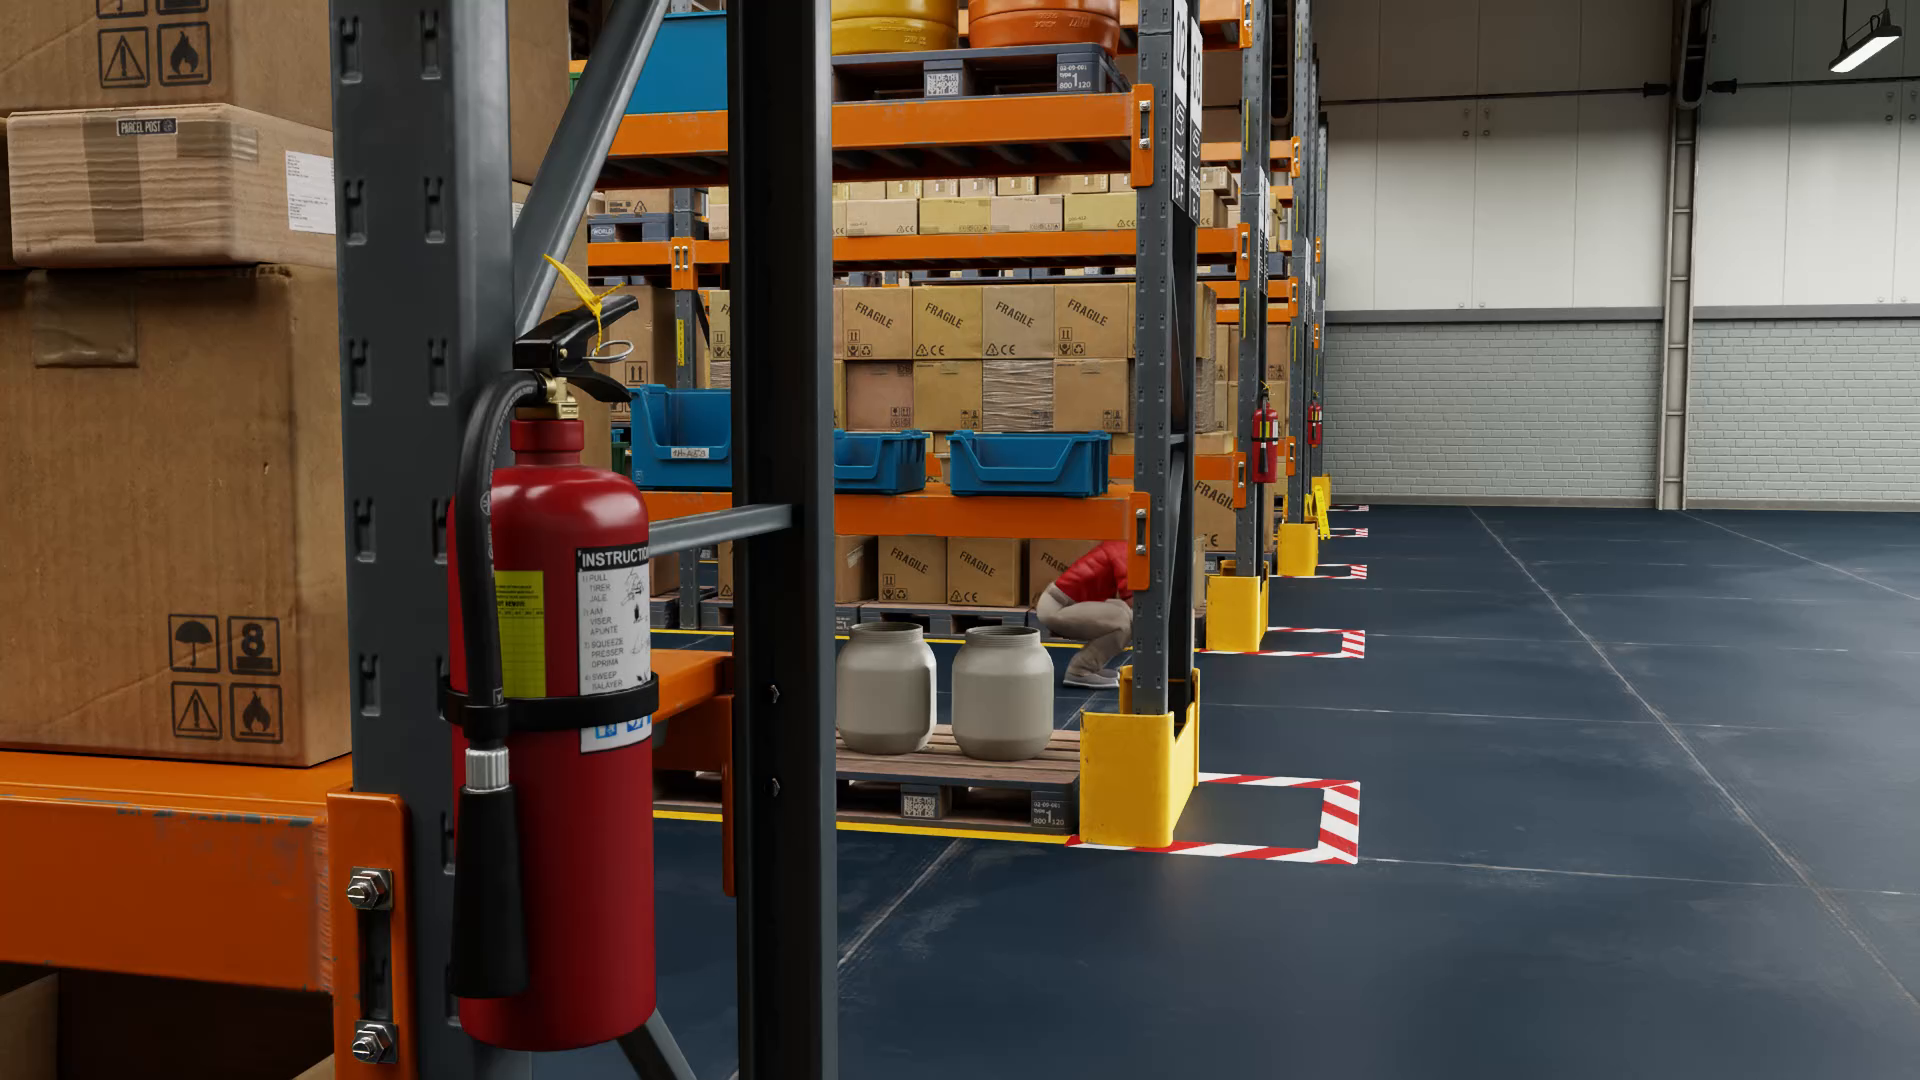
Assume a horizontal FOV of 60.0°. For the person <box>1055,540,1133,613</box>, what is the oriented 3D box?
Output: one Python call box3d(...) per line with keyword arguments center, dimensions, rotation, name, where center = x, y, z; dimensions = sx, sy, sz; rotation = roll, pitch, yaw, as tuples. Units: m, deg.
box3d(center=(0.947, 0.301, 9.744), dimensions=(0.770, 0.828, 0.556), rotation=(1, 5, 14), name="person")
